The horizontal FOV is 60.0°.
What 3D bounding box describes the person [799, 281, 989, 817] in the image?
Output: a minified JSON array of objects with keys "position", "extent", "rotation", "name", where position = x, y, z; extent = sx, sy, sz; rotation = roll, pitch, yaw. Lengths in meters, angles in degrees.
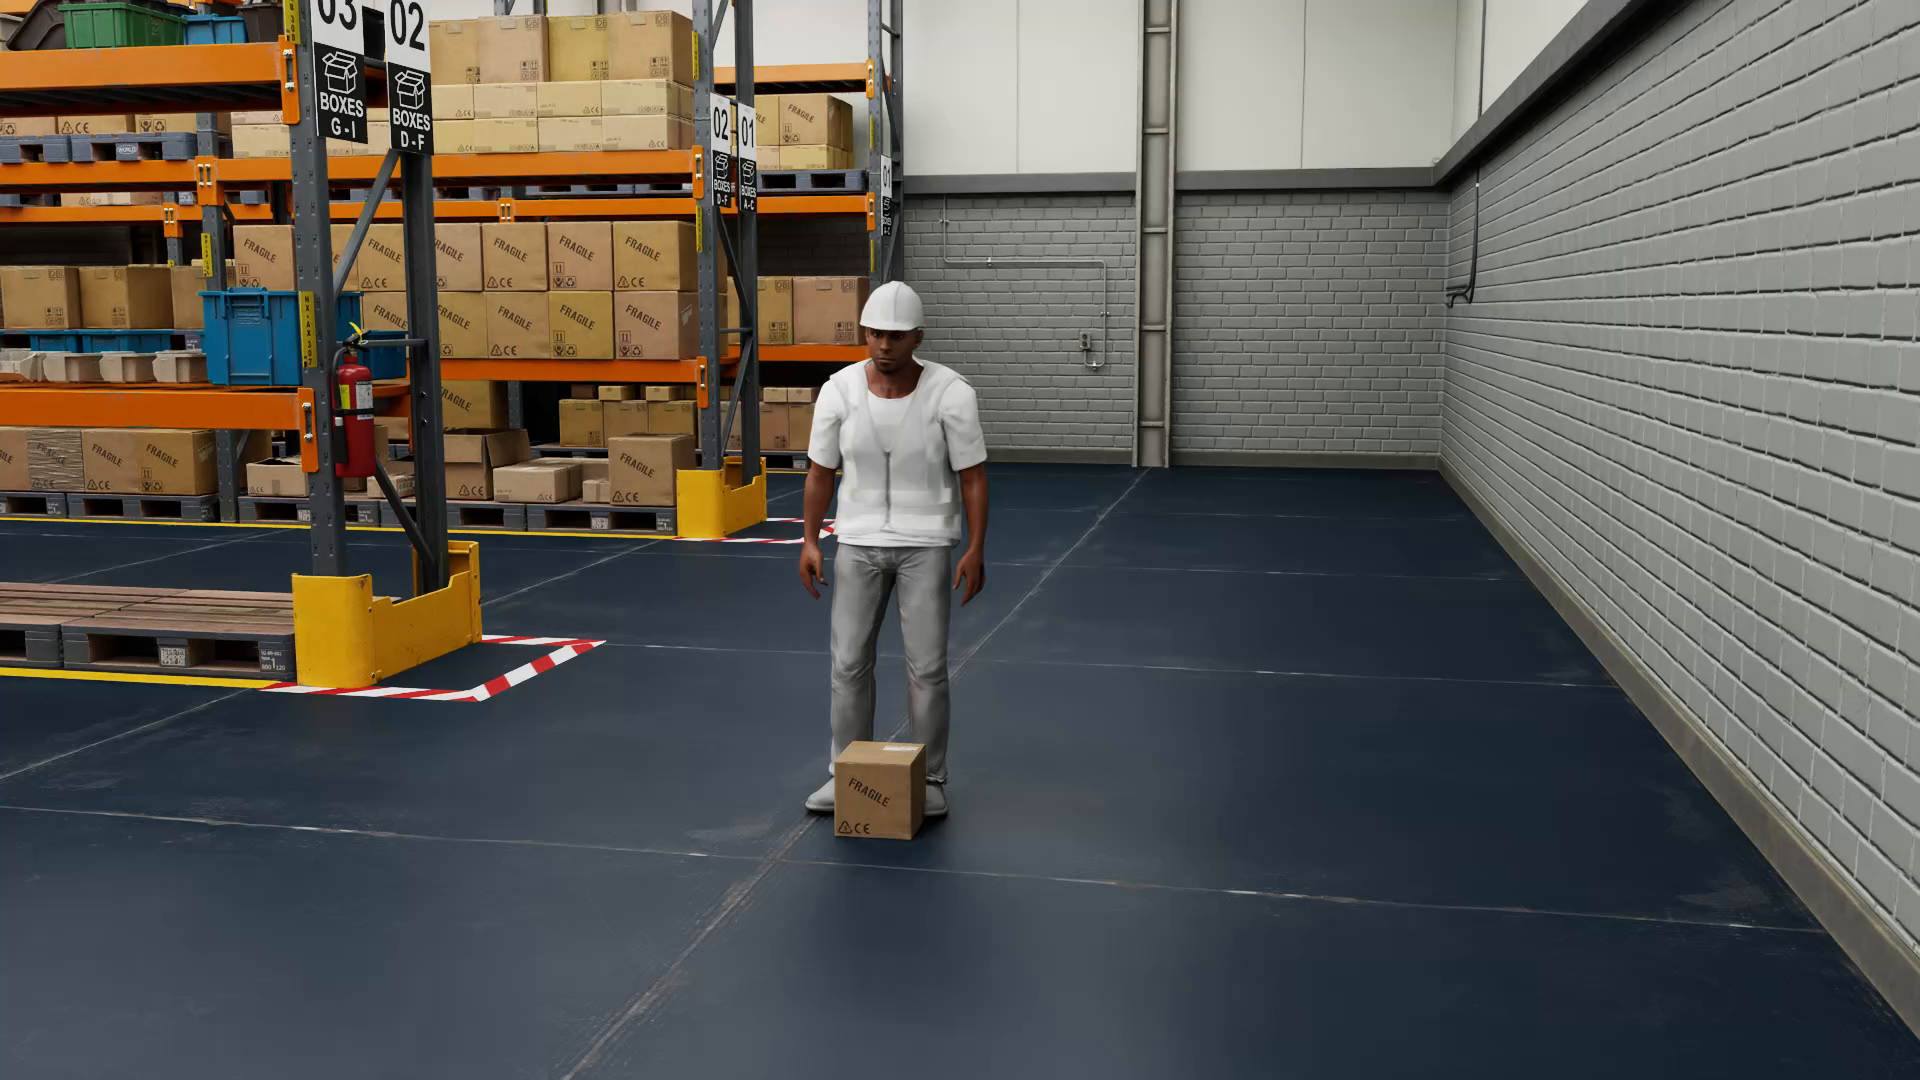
[{"position":[-0.223,0.033,5.510],"extent":[0.631,1.760,0.463],"rotation":[1,8,11],"name":"person"}]
